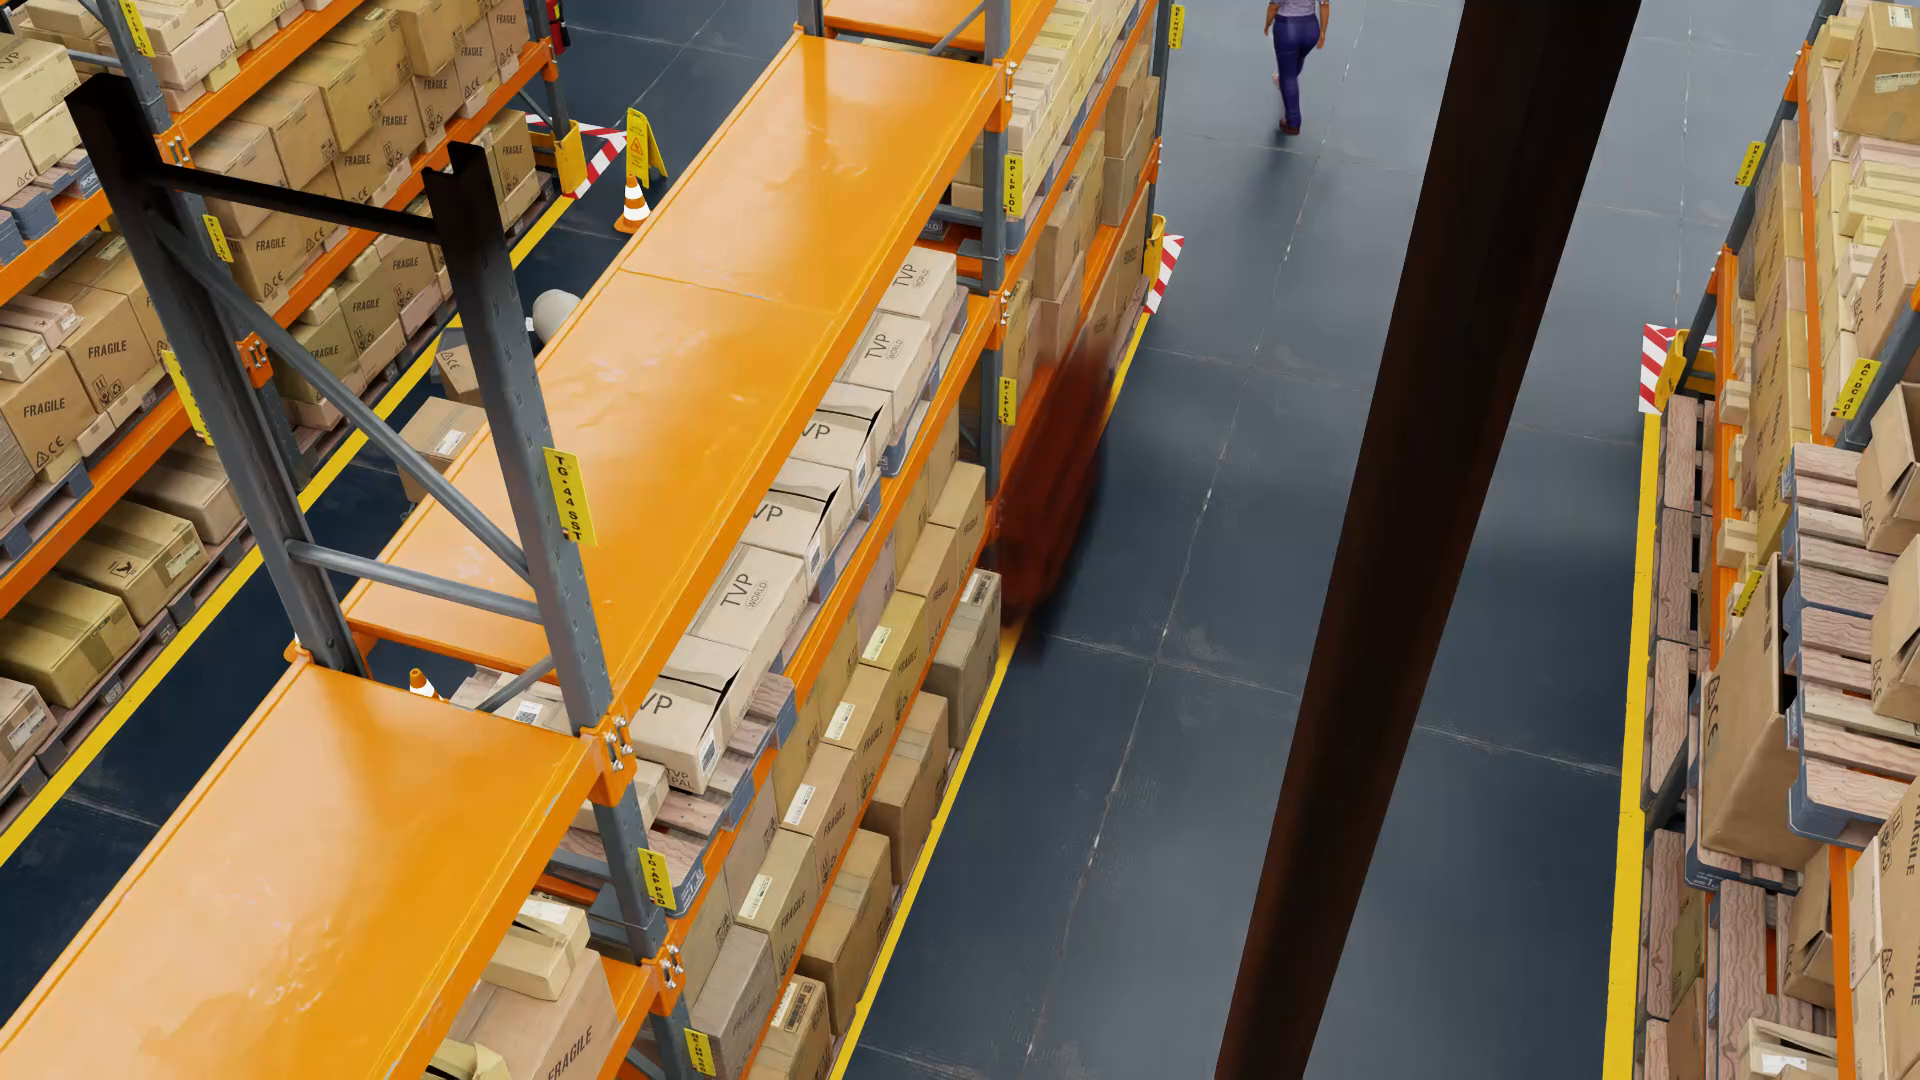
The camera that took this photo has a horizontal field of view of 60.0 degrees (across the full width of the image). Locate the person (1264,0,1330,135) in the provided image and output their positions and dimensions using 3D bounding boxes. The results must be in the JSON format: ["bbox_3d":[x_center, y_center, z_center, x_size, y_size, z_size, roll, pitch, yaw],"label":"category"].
[{"bbox_3d":[2.865,-4.412,14.308,0.526,1.578,0.982,-15,48,-14],"label":"person"}]
